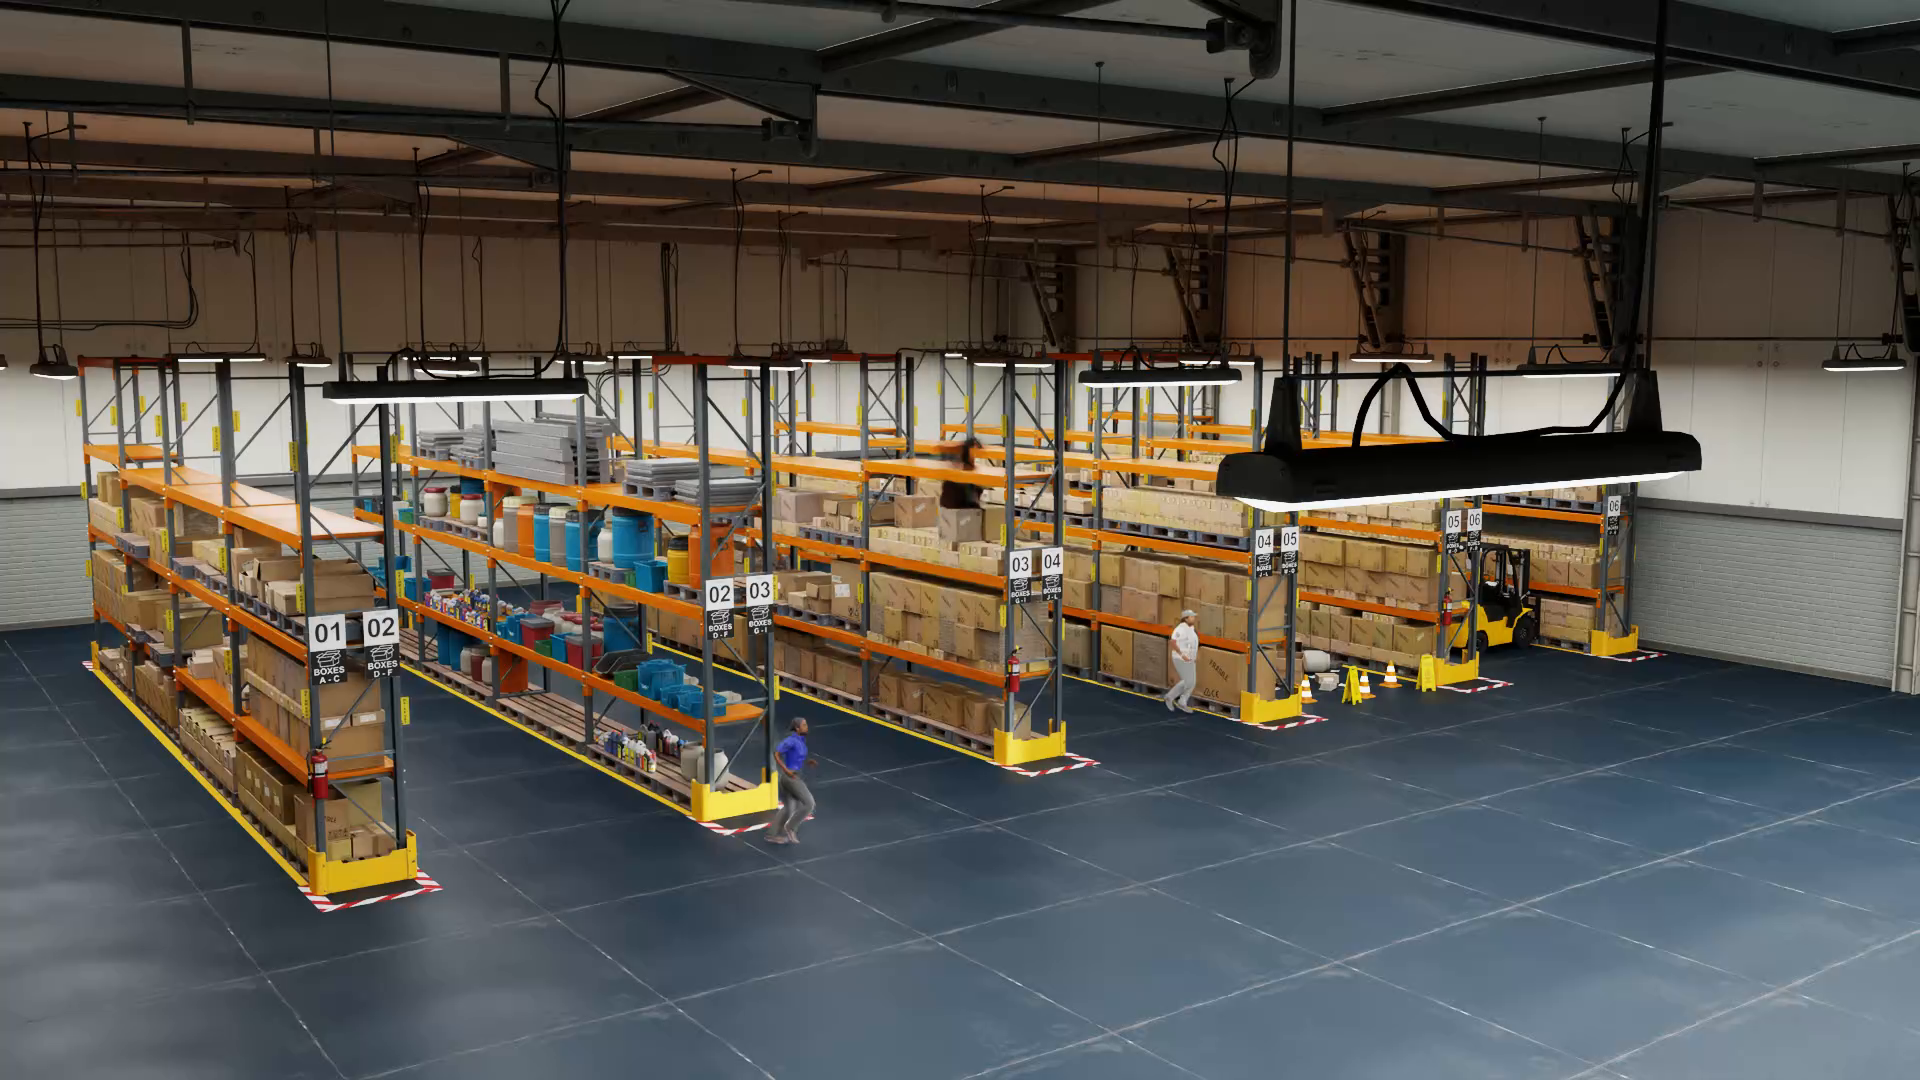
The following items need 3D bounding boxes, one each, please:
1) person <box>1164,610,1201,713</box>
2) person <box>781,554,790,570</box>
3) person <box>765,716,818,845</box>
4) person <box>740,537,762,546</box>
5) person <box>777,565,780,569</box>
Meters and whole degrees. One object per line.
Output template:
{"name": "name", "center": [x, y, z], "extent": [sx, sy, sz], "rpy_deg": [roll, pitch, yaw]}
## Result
{"name": "person", "center": [3.658, 1.959, 27.187], "extent": [0.496, 1.654, 0.623], "rpy_deg": [4, 8, 31]}
{"name": "person", "center": [-4.345, 0.454, 42.091], "extent": [0.816, 1.546, 0.511], "rpy_deg": [1, 7, 10]}
{"name": "person", "center": [-2.115, 3.024, 20.900], "extent": [0.663, 1.605, 0.621], "rpy_deg": [1, 7, 5]}
{"name": "person", "center": [-5.233, 0.512, 41.070], "extent": [0.662, 1.695, 0.912], "rpy_deg": [4, 8, 31]}
{"name": "person", "center": [-3.991, 1.173, 35.401], "extent": [0.934, 1.764, 0.710], "rpy_deg": [6, 9, 42]}
